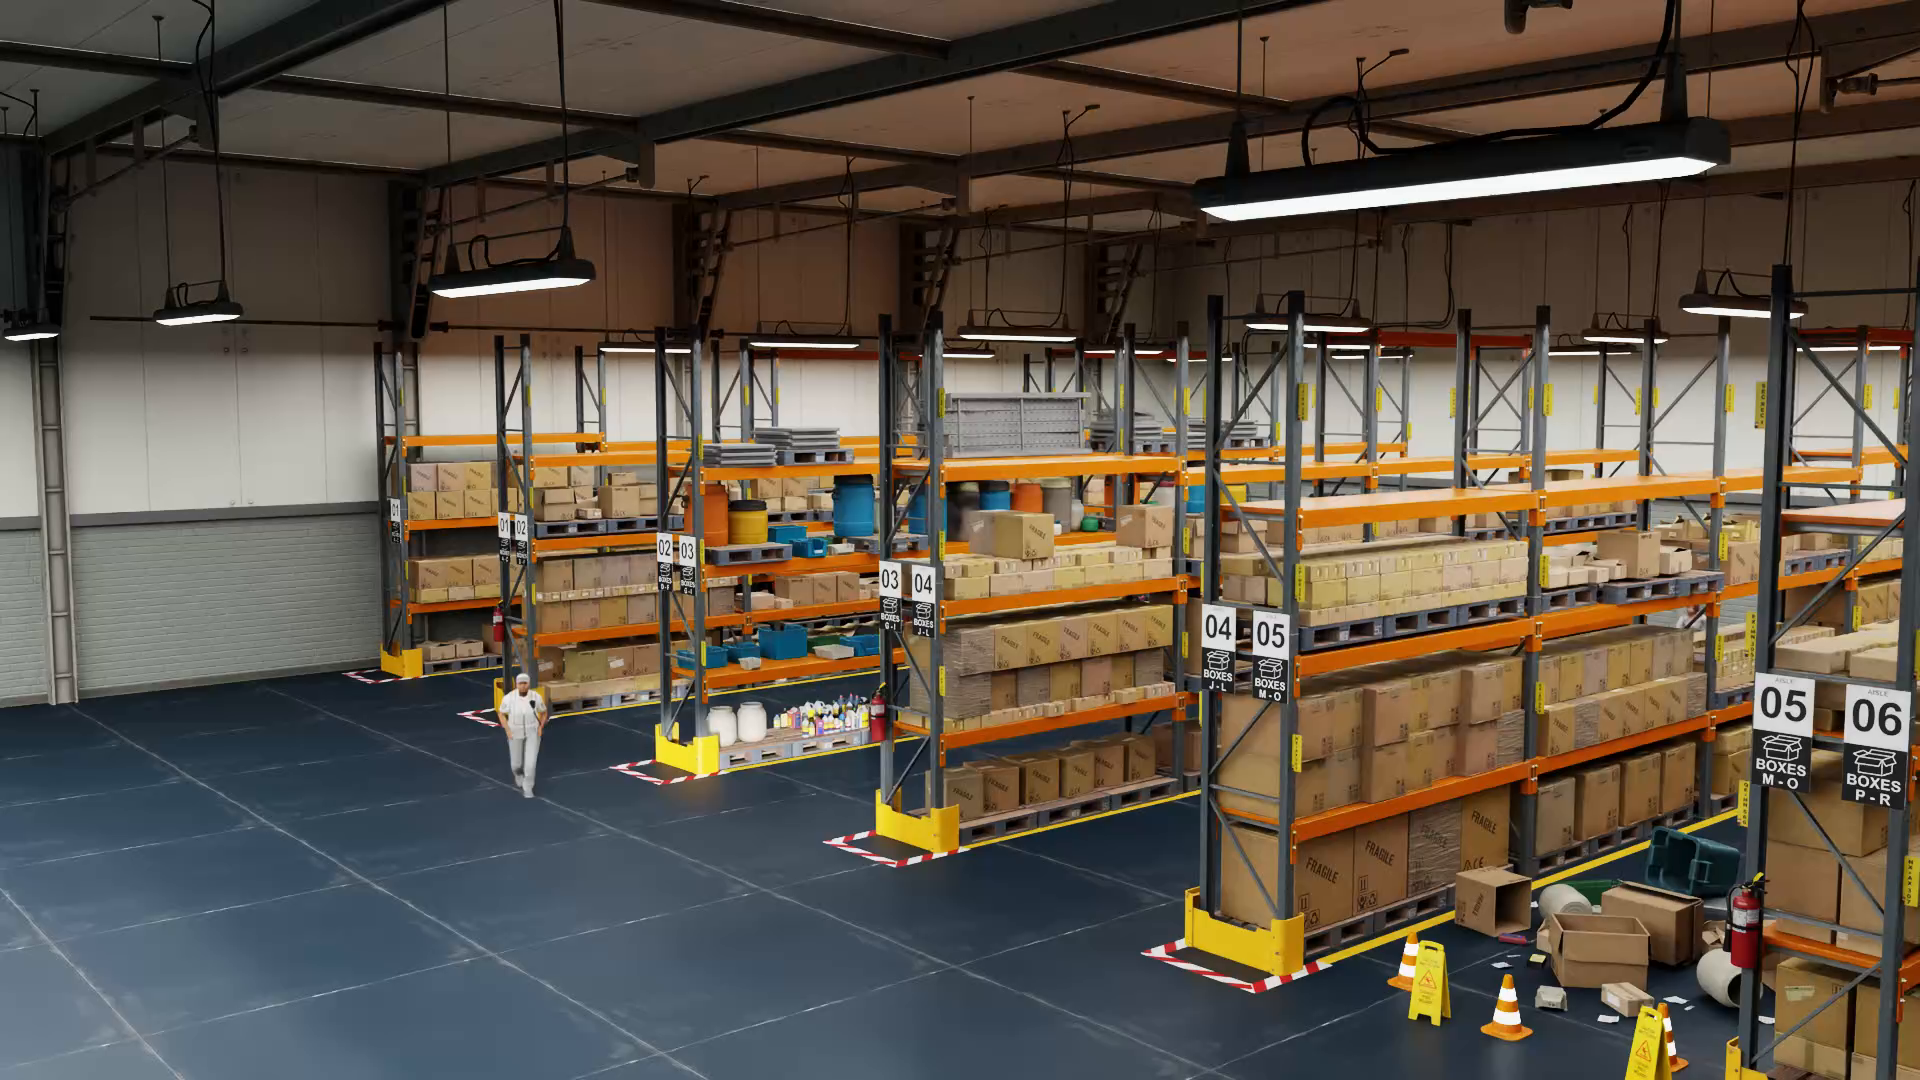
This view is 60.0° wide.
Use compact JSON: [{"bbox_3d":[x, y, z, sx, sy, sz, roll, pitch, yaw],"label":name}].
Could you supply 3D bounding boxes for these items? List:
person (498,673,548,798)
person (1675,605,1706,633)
[{"bbox_3d":[-5.536,2.460,21.097,0.606,1.591,0.601,-1,5,-16],"label":"person"},{"bbox_3d":[12.251,1.809,27.845,0.536,1.609,0.861,4,6,36],"label":"person"}]
